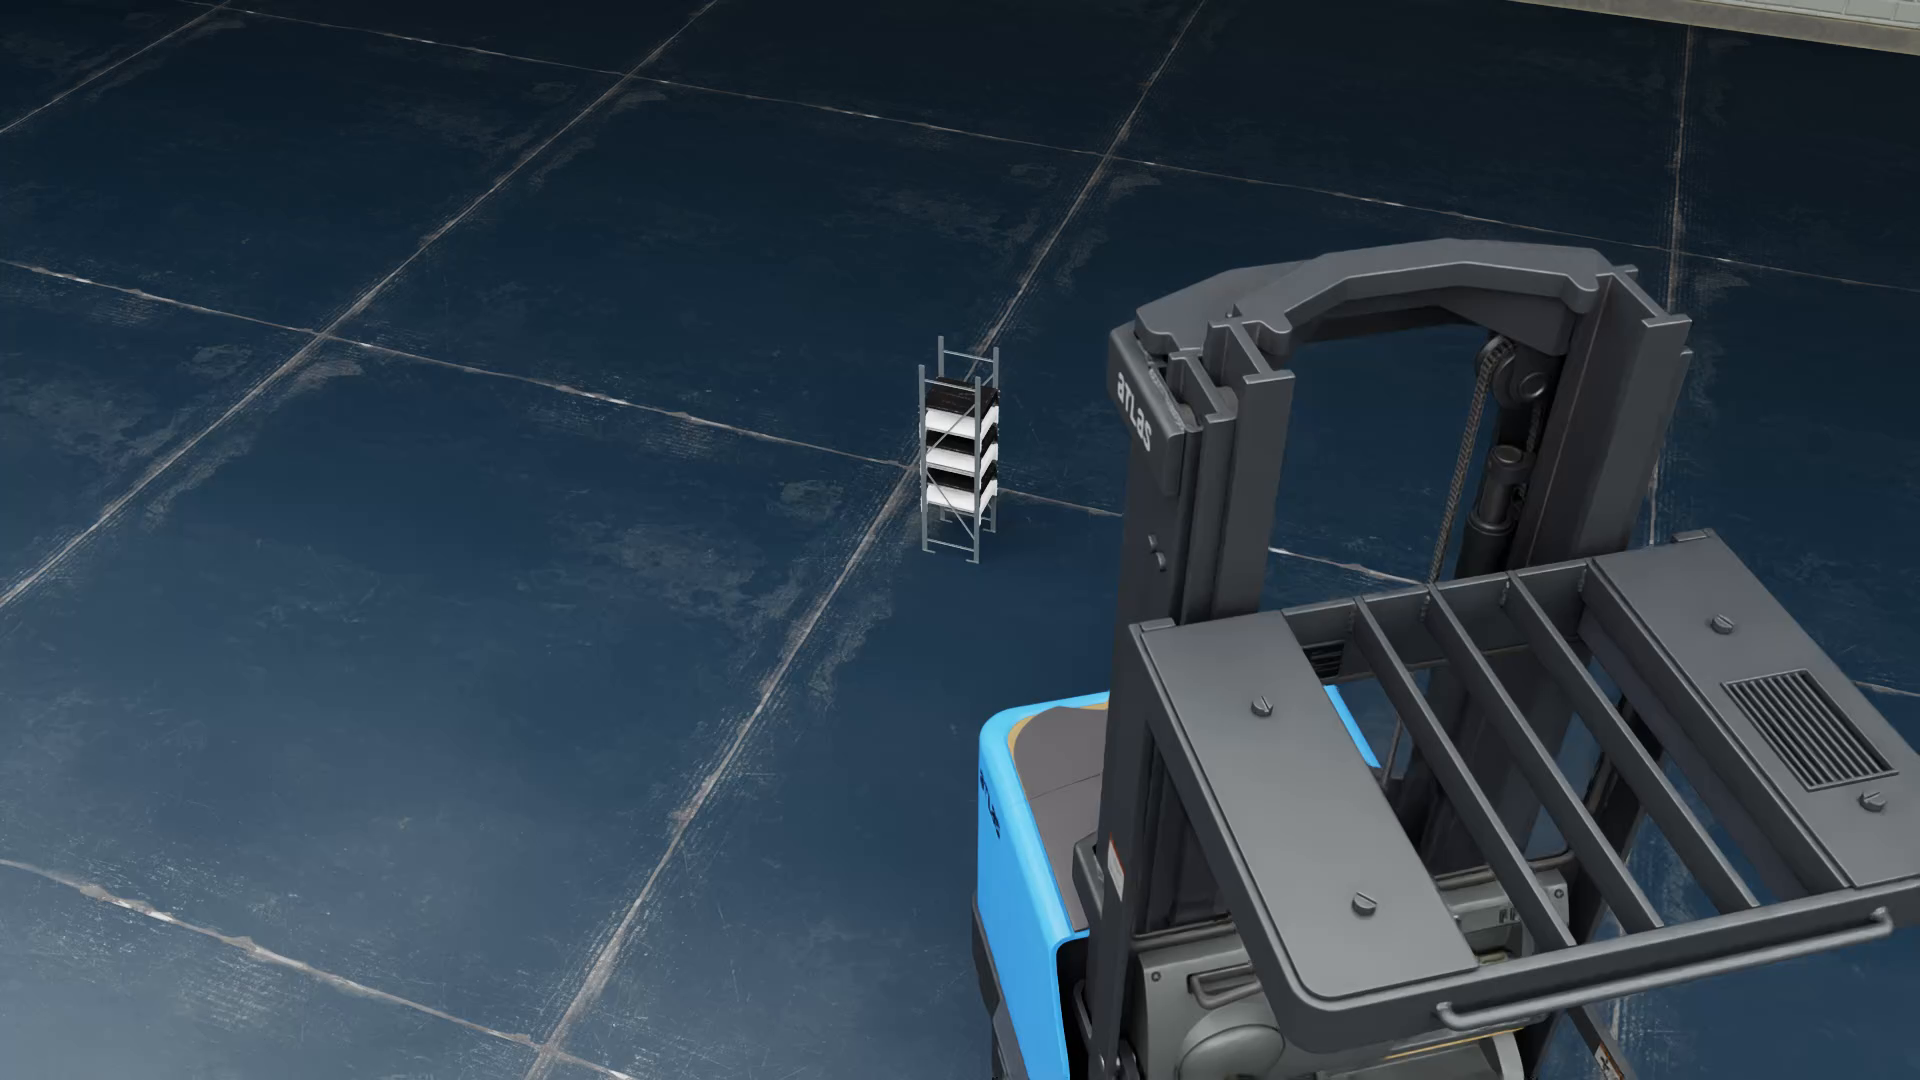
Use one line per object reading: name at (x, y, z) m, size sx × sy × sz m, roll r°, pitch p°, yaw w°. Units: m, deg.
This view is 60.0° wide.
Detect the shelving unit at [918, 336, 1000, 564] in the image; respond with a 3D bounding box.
shelving unit at (-0.003, -0.337, 6.452) m, size 0.258 × 0.900 × 0.210 m, roll 13°, pitch 42°, yaw 15°

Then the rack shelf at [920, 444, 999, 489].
rack shelf at (-0.003, -0.312, 6.474) m, size 0.258 × 0.077 × 0.200 m, roll 13°, pitch 42°, yaw 15°

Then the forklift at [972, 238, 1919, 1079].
forklift at (0.875, 1.032, 3.282) m, size 1.130 × 2.935 × 3.031 m, roll -9°, pitch 41°, yaw -10°

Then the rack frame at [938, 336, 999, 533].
rack frame at (0.032, -0.399, 6.525) m, size 0.240 × 0.900 × 0.006 m, roll 13°, pitch 42°, yaw 15°

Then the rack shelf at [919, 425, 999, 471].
rack shelf at (-0.003, -0.380, 6.415) m, size 0.258 × 0.077 × 0.200 m, roll 13°, pitch 42°, yaw 15°

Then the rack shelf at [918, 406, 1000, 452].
rack shelf at (-0.003, -0.449, 6.357) m, size 0.258 × 0.077 × 0.200 m, roll 13°, pitch 42°, yaw 15°

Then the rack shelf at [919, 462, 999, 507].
rack shelf at (-0.003, -0.244, 6.532) m, size 0.258 × 0.077 × 0.200 m, roll 13°, pitch 42°, yaw 15°

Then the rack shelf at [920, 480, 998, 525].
rack shelf at (-0.003, -0.175, 6.591) m, size 0.258 × 0.077 × 0.200 m, roll 13°, pitch 42°, yaw 15°

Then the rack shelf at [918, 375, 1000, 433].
rack shelf at (-0.003, -0.517, 6.299) m, size 0.258 × 0.077 × 0.200 m, roll 13°, pitch 42°, yaw 15°

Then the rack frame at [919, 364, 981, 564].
rack frame at (-0.038, -0.275, 6.379) m, size 0.240 × 0.900 × 0.006 m, roll 13°, pitch 42°, yaw 15°
